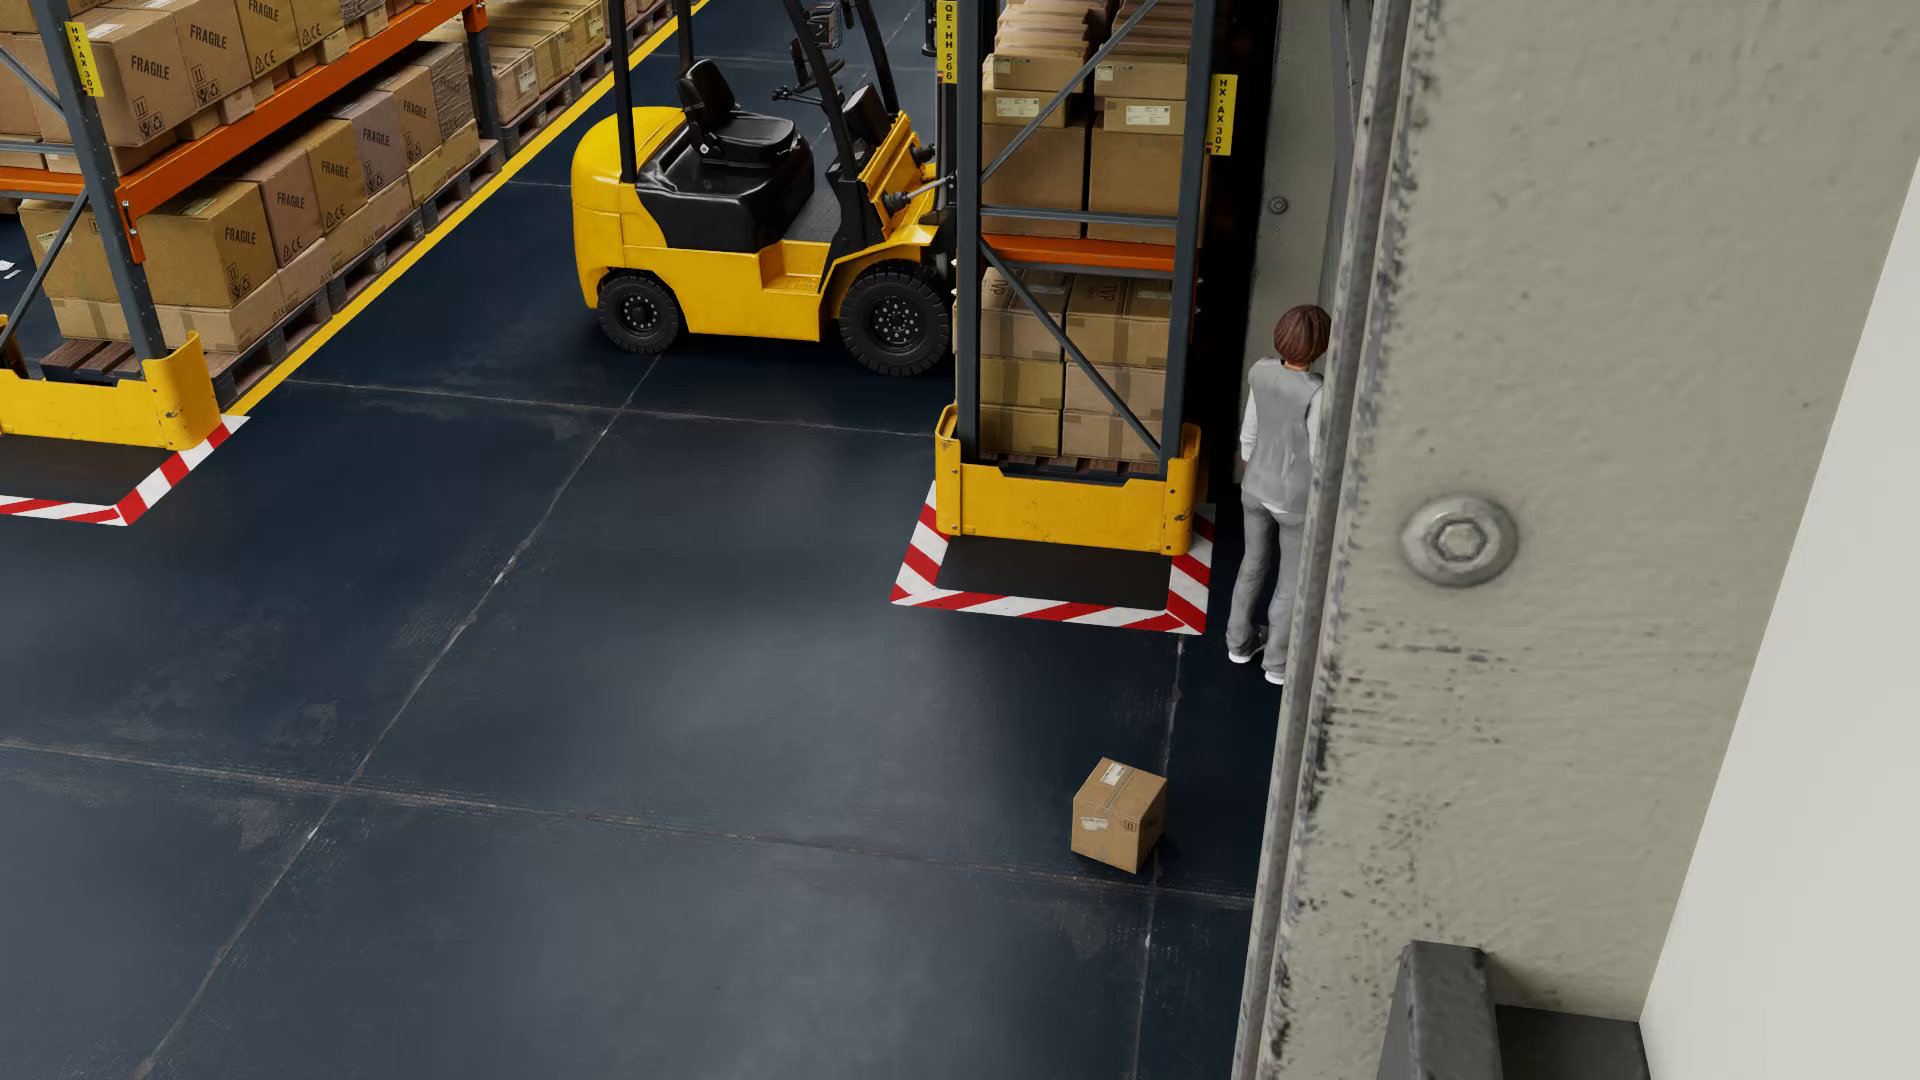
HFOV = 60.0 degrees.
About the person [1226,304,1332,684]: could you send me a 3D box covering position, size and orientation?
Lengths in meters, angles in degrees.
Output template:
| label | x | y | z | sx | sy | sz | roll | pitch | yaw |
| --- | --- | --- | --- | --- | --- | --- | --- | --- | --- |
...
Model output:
| label | x | y | z | sx | sy | sz | roll | pitch | yaw |
| --- | --- | --- | --- | --- | --- | --- | --- | --- | --- |
| person | 1.255 | -0.171 | 6.406 | 0.306 | 1.604 | 0.408 | -26 | 41 | -34 |
